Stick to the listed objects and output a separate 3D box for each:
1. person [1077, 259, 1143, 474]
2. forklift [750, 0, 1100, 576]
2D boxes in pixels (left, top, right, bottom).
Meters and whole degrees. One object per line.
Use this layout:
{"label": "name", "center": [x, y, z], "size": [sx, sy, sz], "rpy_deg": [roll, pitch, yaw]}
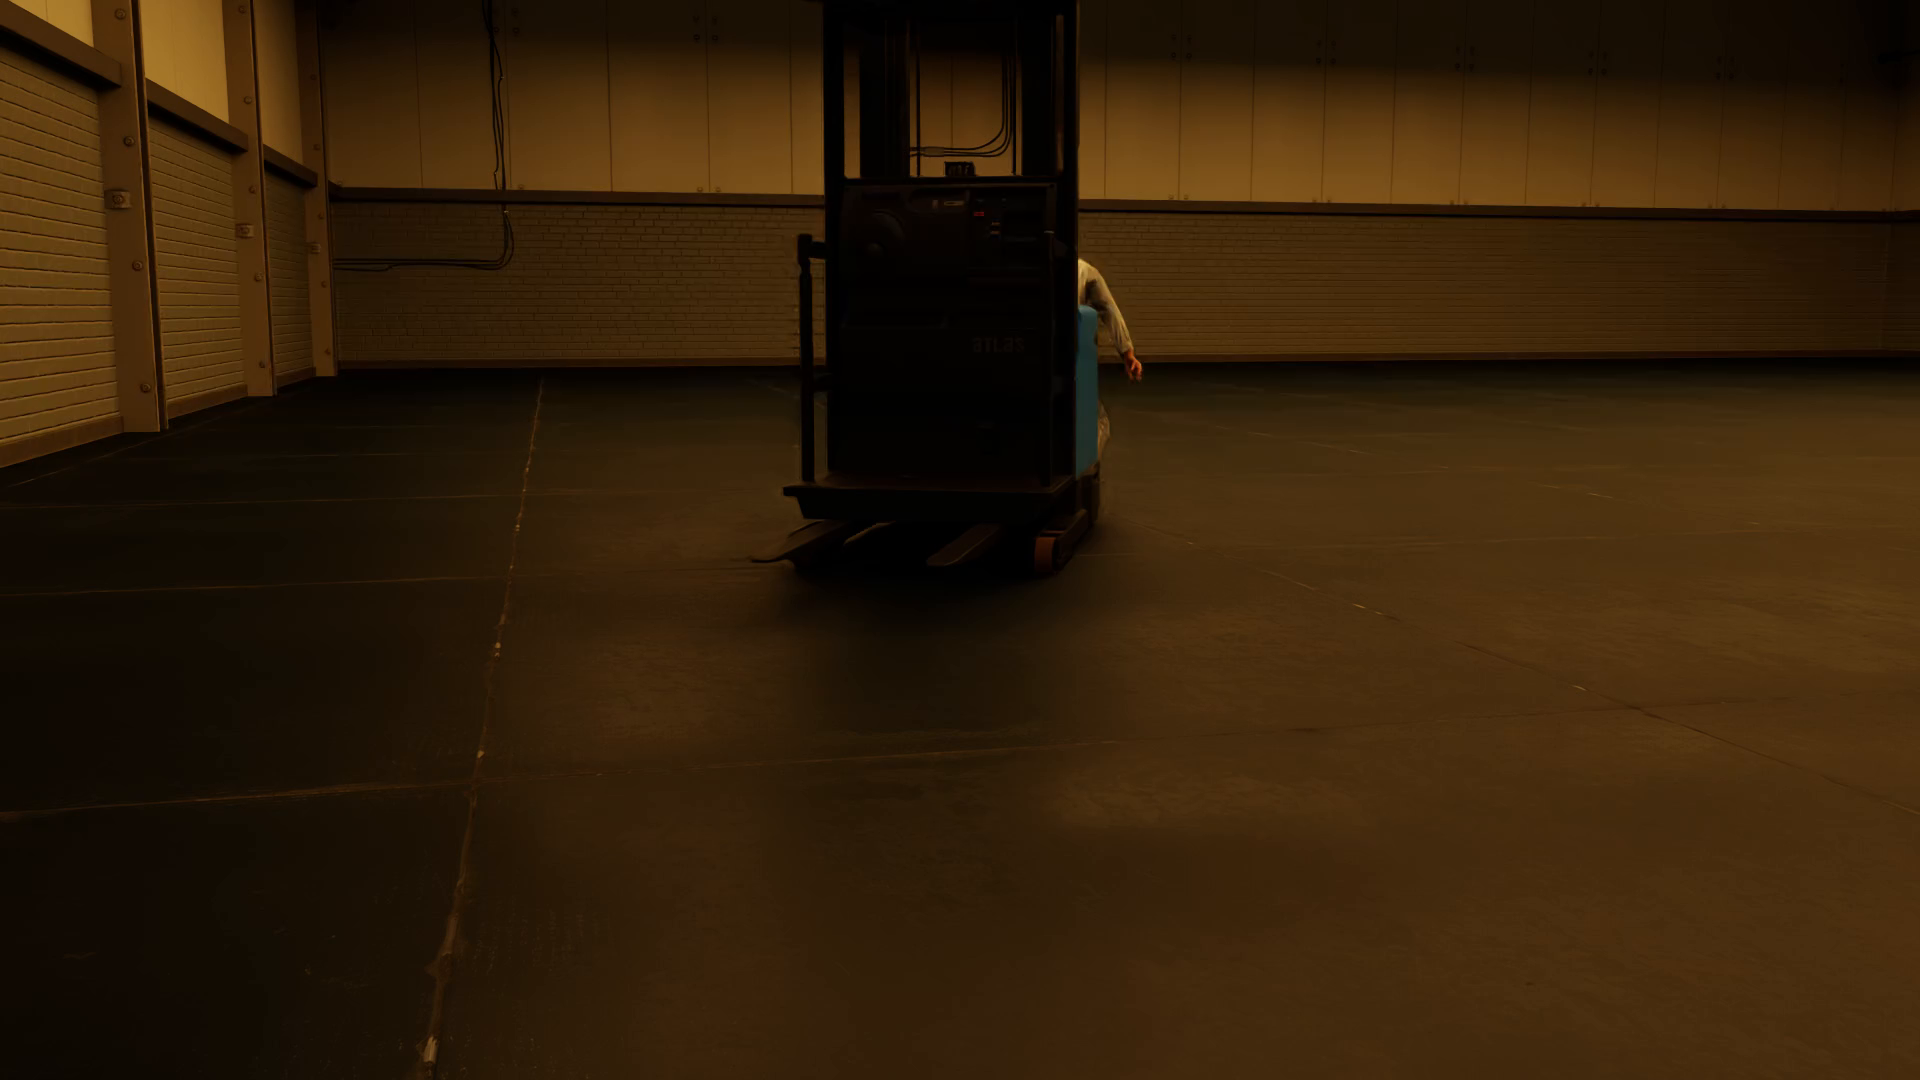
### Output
{"label": "person", "center": [0.532, -0.937, 8.867], "size": [0.957, 1.648, 0.511], "rpy_deg": [3, 8, 19]}
{"label": "forklift", "center": [-0.089, -1.360, 6.848], "size": [1.130, 2.935, 3.031], "rpy_deg": [2, 8, 11]}
